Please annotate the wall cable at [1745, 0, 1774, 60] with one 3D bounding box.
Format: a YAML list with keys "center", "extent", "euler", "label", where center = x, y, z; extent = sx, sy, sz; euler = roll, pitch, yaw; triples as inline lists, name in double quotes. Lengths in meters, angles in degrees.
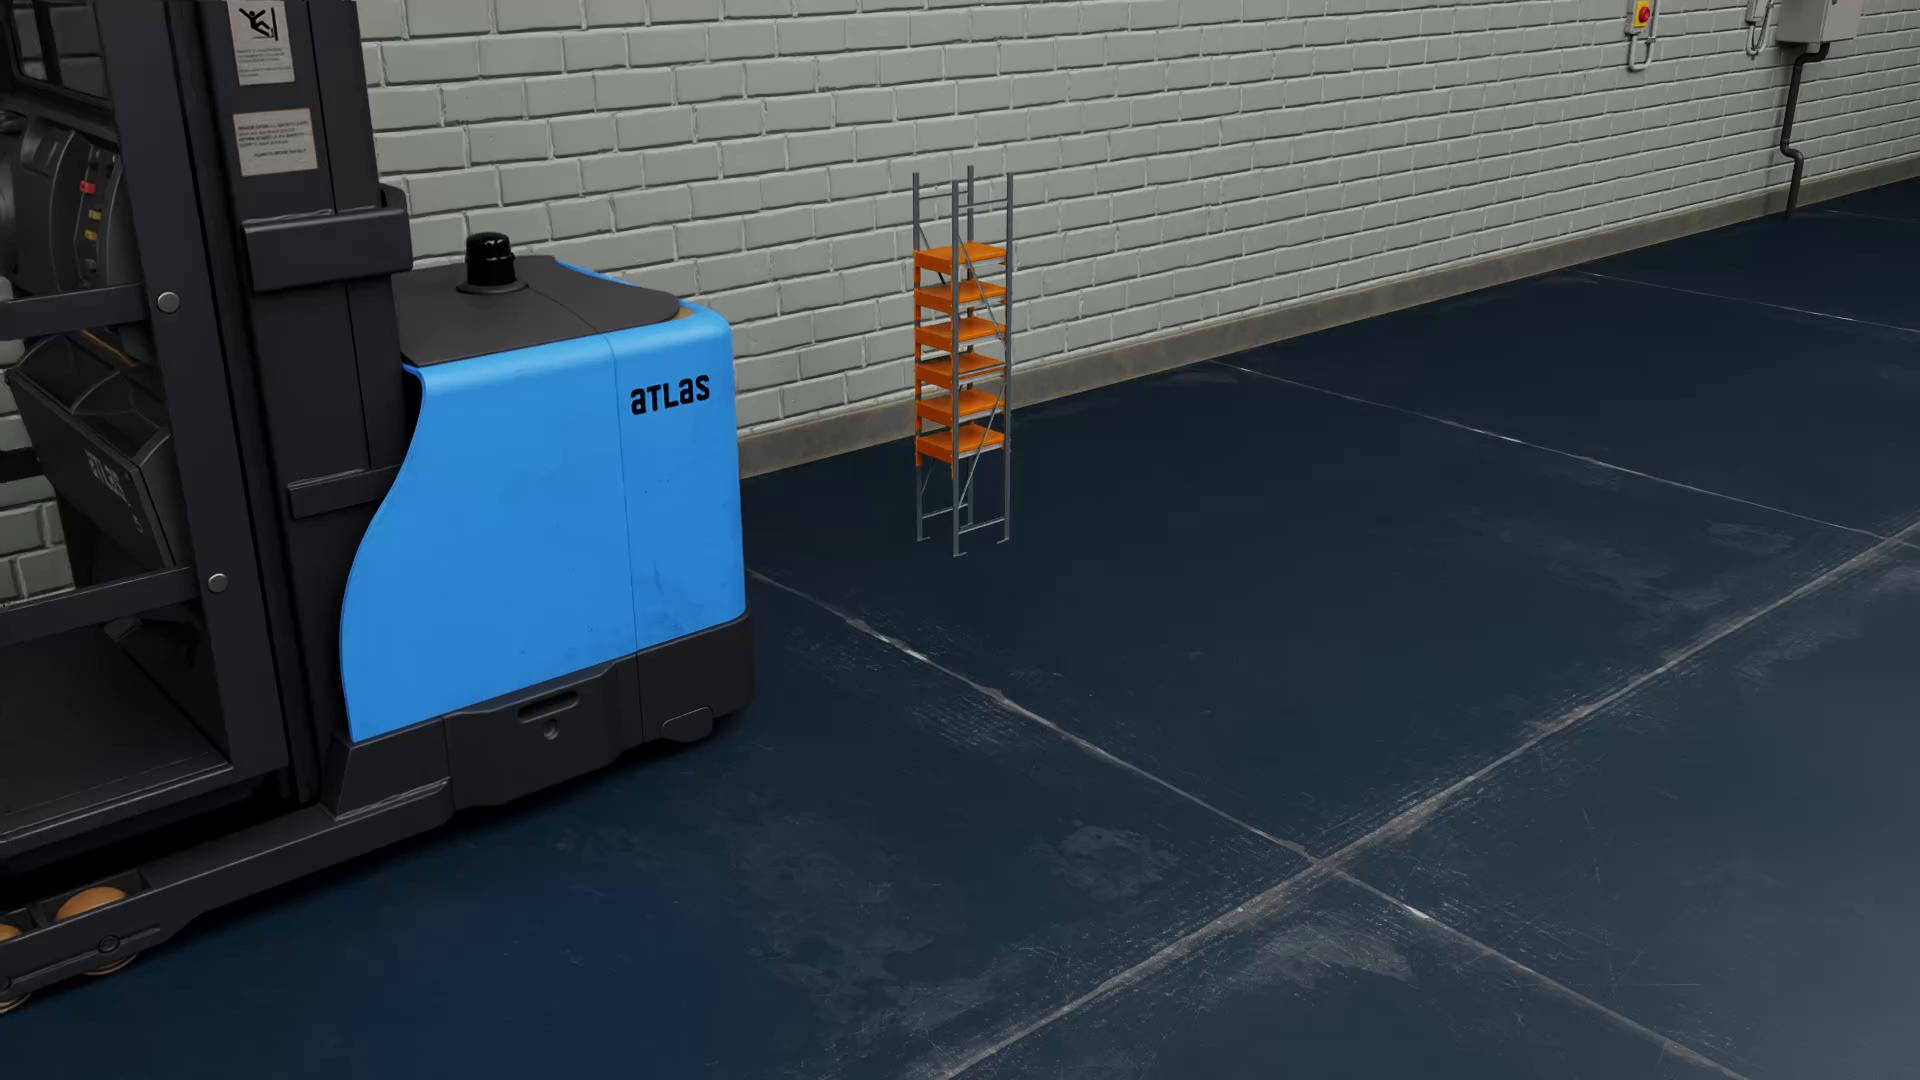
- center: [4.813, -3.840, 9.781]
  extent: [0.588, 1.984, 0.122]
  euler: [-17, 27, -37]
  label: "wall cable"

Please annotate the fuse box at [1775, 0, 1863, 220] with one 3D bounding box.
- center: [5.433, -2.886, 10.505]
  extent: [0.539, 1.711, 0.414]
  euler: [-17, 27, -37]
  label: "fuse box"

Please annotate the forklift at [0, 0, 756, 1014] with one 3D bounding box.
- center: [-1.965, -0.675, 3.187]
  extent: [3.031, 2.935, 1.130]
  euler: [-18, 28, -38]
  label: "forklift"

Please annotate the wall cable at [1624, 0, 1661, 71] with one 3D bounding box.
- center: [3.746, -3.513, 8.905]
  extent: [0.585, 1.953, 0.123]
  euler: [-17, 27, -37]
  label: "wall cable"

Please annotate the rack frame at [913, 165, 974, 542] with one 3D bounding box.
- center: [-0.050, -0.580, 5.320]
  extent: [0.240, 1.200, 0.006]
  euler: [-17, 27, -37]
  label: "rack frame"

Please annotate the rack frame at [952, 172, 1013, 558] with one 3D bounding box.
- center: [0.069, -0.529, 5.190]
  extent: [0.240, 1.200, 0.006]
  euler: [-17, 27, -37]
  label: "rack frame"

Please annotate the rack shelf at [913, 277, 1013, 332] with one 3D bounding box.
- center: [0.009, -0.737, 5.184]
  extent: [0.258, 0.103, 0.180]
  euler: [-17, 27, -37]
  label: "rack shelf"

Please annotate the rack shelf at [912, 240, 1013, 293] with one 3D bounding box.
- center: [0.009, -0.849, 5.140]
  extent: [0.258, 0.103, 0.180]
  euler: [-17, 27, -37]
  label: "rack shelf"

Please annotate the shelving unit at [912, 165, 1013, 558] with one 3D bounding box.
- center: [0.009, -0.555, 5.255]
  extent: [0.258, 1.200, 0.189]
  euler: [-17, 27, -37]
  label: "shelving unit"

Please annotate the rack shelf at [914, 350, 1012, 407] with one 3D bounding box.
- center: [0.009, -0.513, 5.271]
  extent: [0.258, 0.103, 0.180]
  euler: [-17, 27, -37]
  label: "rack shelf"

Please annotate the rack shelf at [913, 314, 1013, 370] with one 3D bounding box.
- center: [0.009, -0.625, 5.227]
  extent: [0.258, 0.103, 0.180]
  euler: [-17, 27, -37]
  label: "rack shelf"

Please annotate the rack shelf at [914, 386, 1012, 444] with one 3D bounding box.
- center: [0.009, -0.402, 5.315]
  extent: [0.258, 0.103, 0.180]
  euler: [-17, 27, -37]
  label: "rack shelf"

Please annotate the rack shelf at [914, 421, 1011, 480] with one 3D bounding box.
- center: [0.009, -0.290, 5.359]
  extent: [0.258, 0.103, 0.180]
  euler: [-17, 27, -37]
  label: "rack shelf"
